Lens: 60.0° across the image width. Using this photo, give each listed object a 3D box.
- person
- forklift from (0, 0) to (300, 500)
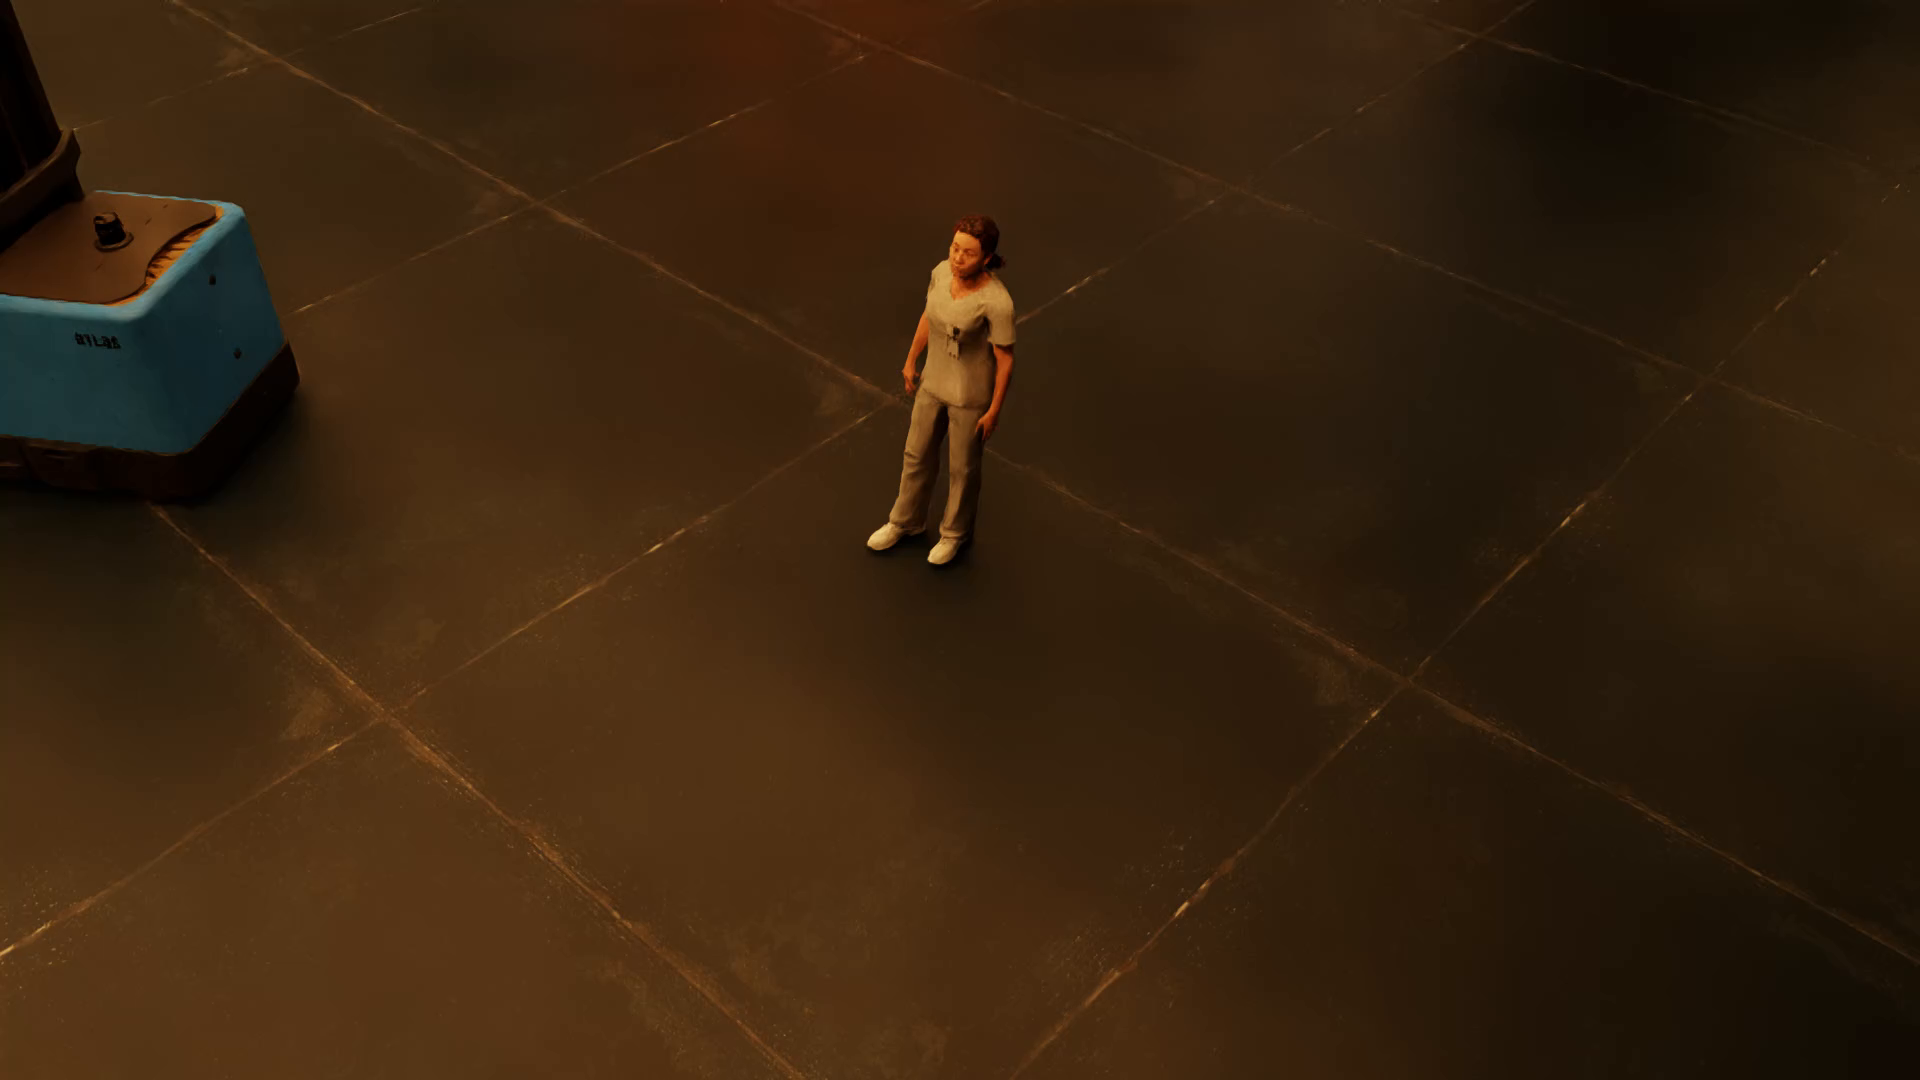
[{"bbox_3d":[-0.060,-0.612,7.094,0.550,1.674,0.548,31,49,31],"label":"person"},{"bbox_3d":[-4.949,-1.763,7.483,3.031,2.935,1.130,7,41,8],"label":"forklift"}]
